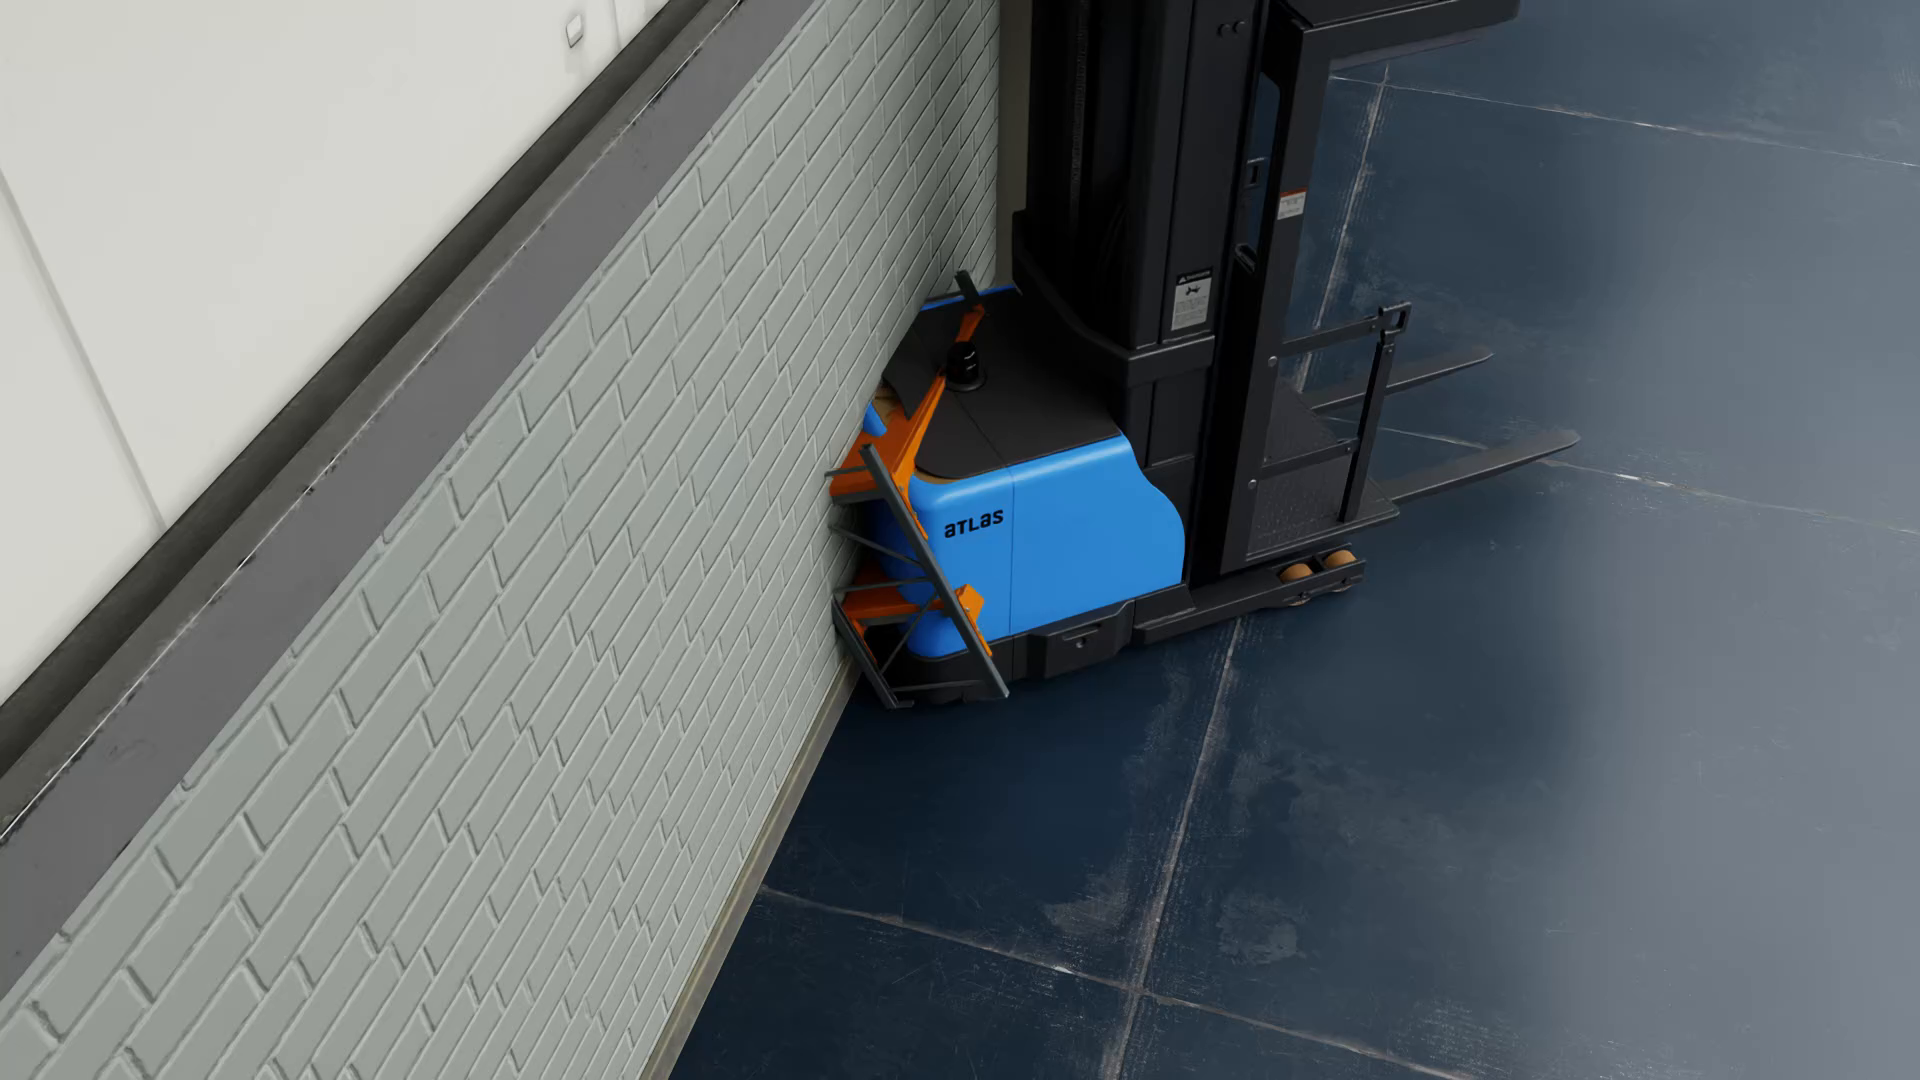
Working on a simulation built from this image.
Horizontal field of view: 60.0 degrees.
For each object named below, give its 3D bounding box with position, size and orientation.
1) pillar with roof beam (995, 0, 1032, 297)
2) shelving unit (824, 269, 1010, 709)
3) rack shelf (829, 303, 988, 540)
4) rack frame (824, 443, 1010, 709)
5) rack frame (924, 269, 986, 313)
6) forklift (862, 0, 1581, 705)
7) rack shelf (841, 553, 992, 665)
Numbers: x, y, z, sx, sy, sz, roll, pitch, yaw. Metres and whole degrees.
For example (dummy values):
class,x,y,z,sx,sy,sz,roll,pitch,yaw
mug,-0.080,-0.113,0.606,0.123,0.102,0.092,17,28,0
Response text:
class,x,y,z,sx,sy,sz,roll,pitch,yaw
pillar with roof beam,4.452,-3.122,3.506,9.100,9.000,0.400,13,46,13
shelving unit,-0.122,-0.176,6.005,0.538,1.125,1.048,-8,37,29
rack shelf,-0.239,-0.395,5.850,0.538,0.278,1.000,-8,37,29
rack frame,-0.272,0.155,5.650,0.500,1.125,0.032,-8,37,29
rack frame,0.028,-0.508,6.361,0.500,1.125,0.032,-8,37,29
forklift,1.039,-1.118,5.797,3.031,2.935,1.130,-16,47,-16
rack shelf,-0.025,0.007,6.135,0.538,0.278,1.000,-8,37,29
